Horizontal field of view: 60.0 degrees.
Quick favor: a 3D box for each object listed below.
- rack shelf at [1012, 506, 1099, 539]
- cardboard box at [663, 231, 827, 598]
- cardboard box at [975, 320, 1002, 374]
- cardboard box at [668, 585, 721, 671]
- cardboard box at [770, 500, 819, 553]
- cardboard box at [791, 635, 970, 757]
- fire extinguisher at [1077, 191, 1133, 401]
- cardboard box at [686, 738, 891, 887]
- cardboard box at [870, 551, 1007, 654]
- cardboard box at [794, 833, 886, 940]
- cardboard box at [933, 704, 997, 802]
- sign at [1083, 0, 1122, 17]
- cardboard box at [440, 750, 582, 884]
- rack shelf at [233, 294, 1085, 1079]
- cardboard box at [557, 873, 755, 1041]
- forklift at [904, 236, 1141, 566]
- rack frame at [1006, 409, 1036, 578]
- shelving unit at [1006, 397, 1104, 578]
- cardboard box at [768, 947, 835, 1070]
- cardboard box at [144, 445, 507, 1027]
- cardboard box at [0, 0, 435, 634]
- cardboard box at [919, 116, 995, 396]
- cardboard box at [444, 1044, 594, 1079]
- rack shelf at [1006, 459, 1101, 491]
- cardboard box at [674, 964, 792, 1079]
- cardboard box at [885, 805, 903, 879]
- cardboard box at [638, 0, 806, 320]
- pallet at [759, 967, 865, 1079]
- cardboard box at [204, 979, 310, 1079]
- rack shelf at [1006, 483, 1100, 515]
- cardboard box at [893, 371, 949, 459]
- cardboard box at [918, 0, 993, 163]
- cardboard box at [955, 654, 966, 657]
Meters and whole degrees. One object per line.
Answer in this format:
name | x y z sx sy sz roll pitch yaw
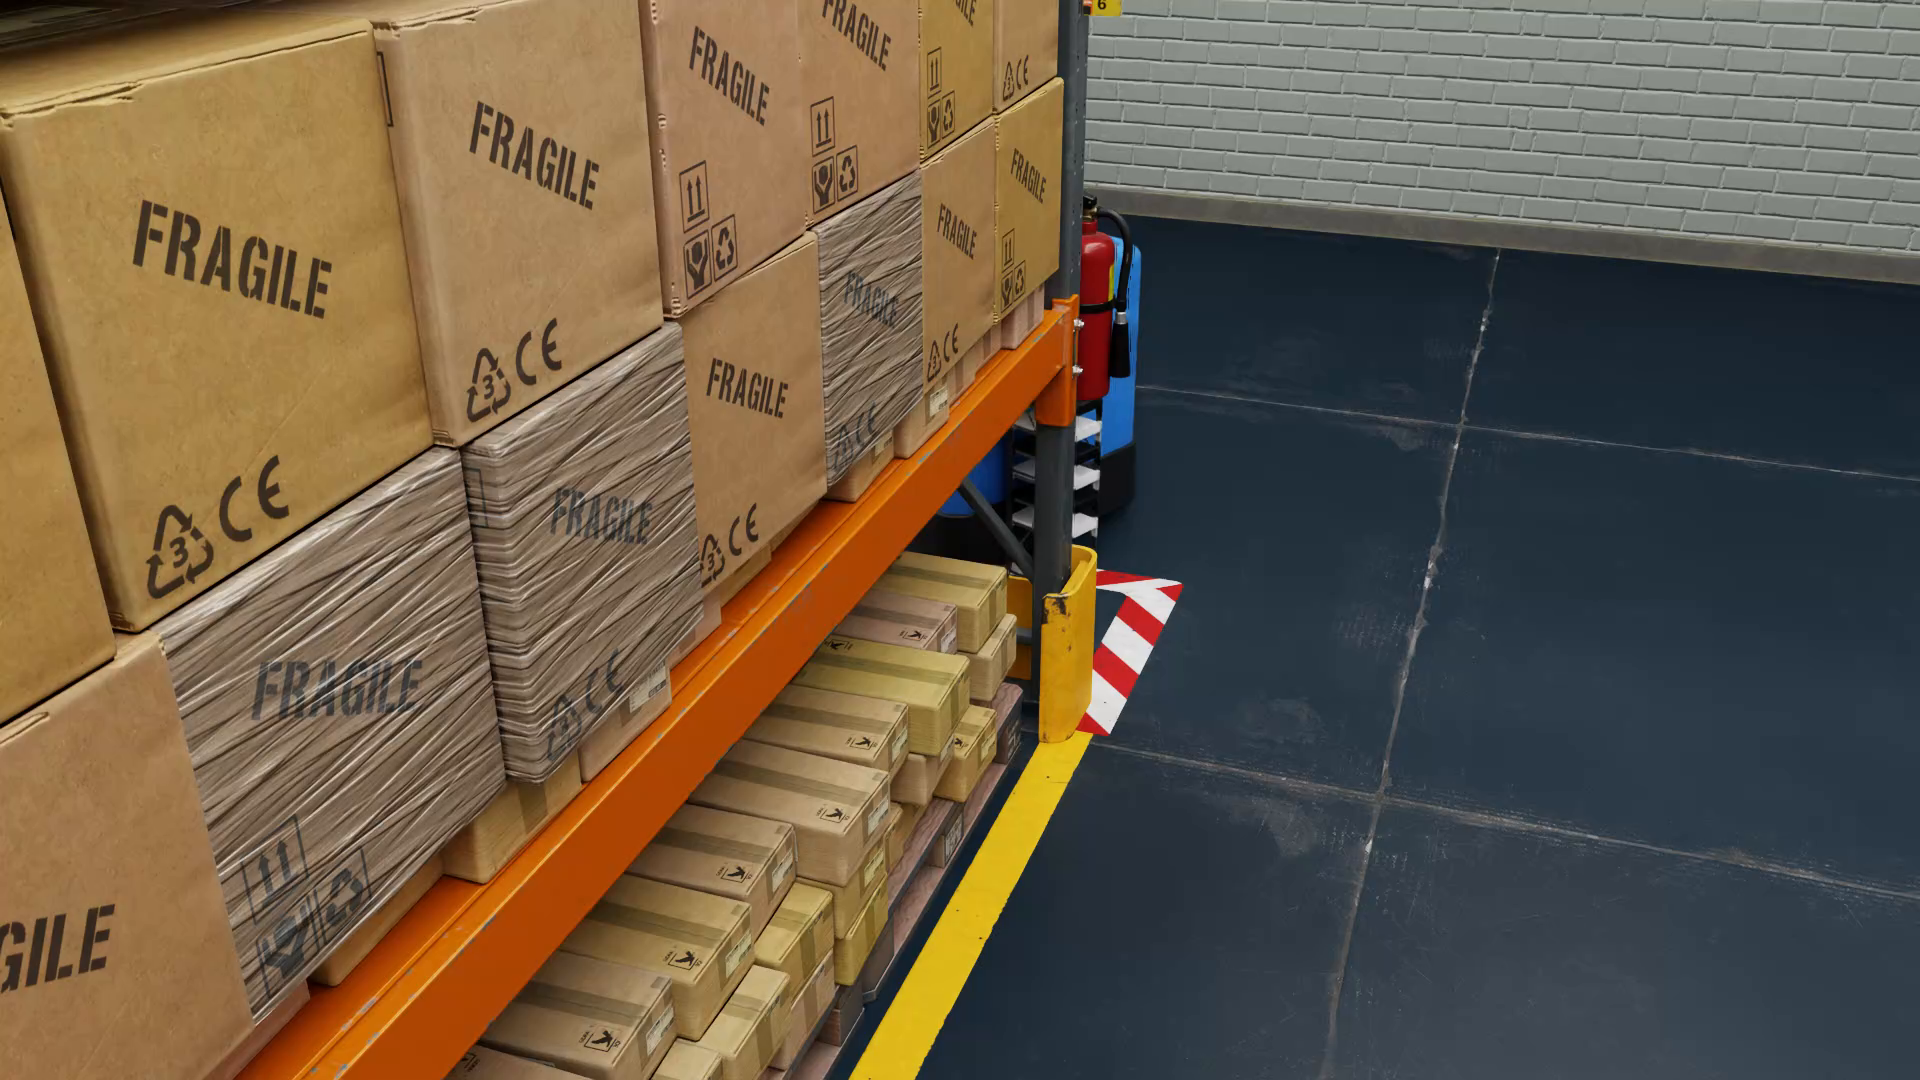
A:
rack shelf | 0.321 -0.049 5.808 0.258 0.077 0.200 22 33 38
cardboard box | -0.571 -0.251 2.870 0.500 0.500 0.500 10 28 20
cardboard box | -0.112 -0.533 4.197 0.380 0.149 0.250 9 27 17
cardboard box | -0.642 0.105 2.880 0.380 0.149 0.250 10 28 19
cardboard box | -0.506 -0.113 3.330 0.380 0.149 0.250 8 27 15
cardboard box | -0.193 0.382 4.125 0.380 0.149 0.250 8 27 16
fire extinguisher | 0.367 -0.752 4.878 0.296 0.674 0.183 9 27 17
cardboard box | -0.376 0.598 3.679 0.380 0.149 0.250 10 28 19
cardboard box | -0.089 0.163 4.579 0.380 0.149 0.250 9 27 18
cardboard box | -0.390 0.729 3.750 0.380 0.149 0.250 9 27 18
cardboard box | -0.121 0.543 4.476 0.380 0.149 0.250 10 27 19
sign | 0.365 -1.493 4.199 0.100 0.325 0.005 9 27 17
cardboard box | -0.784 0.331 2.413 0.380 0.149 0.250 9 27 18
rack shelf | -0.818 0.228 3.163 1.077 0.370 4.000 9 27 17
cardboard box | -0.629 0.802 3.258 0.380 0.149 0.250 9 27 18
forklift | -0.742 -1.718 6.434 3.031 2.935 1.130 22 34 38
rack frame | 0.252 -0.209 5.648 0.240 0.900 0.006 22 33 38
shelving unit | 0.321 -0.241 5.715 0.258 0.900 0.210 22 33 38
cardboard box | -0.495 0.966 3.603 0.380 0.149 0.250 9 27 18
cardboard box | -0.923 0.176 1.989 0.500 0.500 0.500 9 27 17
cardboard box | -0.945 -0.268 1.759 0.500 0.500 0.500 8 27 16
cardboard box | -0.235 -0.664 3.723 0.500 0.500 0.500 8 27 17
cardboard box | -0.761 1.022 2.804 0.380 0.149 0.250 9 27 19
rack shelf | 0.321 -0.211 5.730 0.258 0.077 0.200 22 33 38
cardboard box | -0.558 0.949 3.296 0.380 0.149 0.250 9 27 18
cardboard box | -0.360 0.743 4.064 0.380 0.149 0.250 9 27 18
cardboard box | -0.576 -0.682 2.612 0.500 0.500 0.500 8 27 16
pallet | -0.889 1.197 3.536 1.003 0.211 1.213 9 27 17
cardboard box | -1.025 0.536 1.990 0.380 0.149 0.250 8 27 15
rack shelf | 0.321 -0.130 5.769 0.258 0.077 0.200 22 33 38
cardboard box | -0.244 -0.320 3.756 0.380 0.149 0.250 9 27 19
cardboard box | -0.238 -1.115 3.506 0.500 0.500 0.500 8 27 16
cardboard box | -0.196 0.400 4.430 0.380 0.149 0.250 8 27 16
